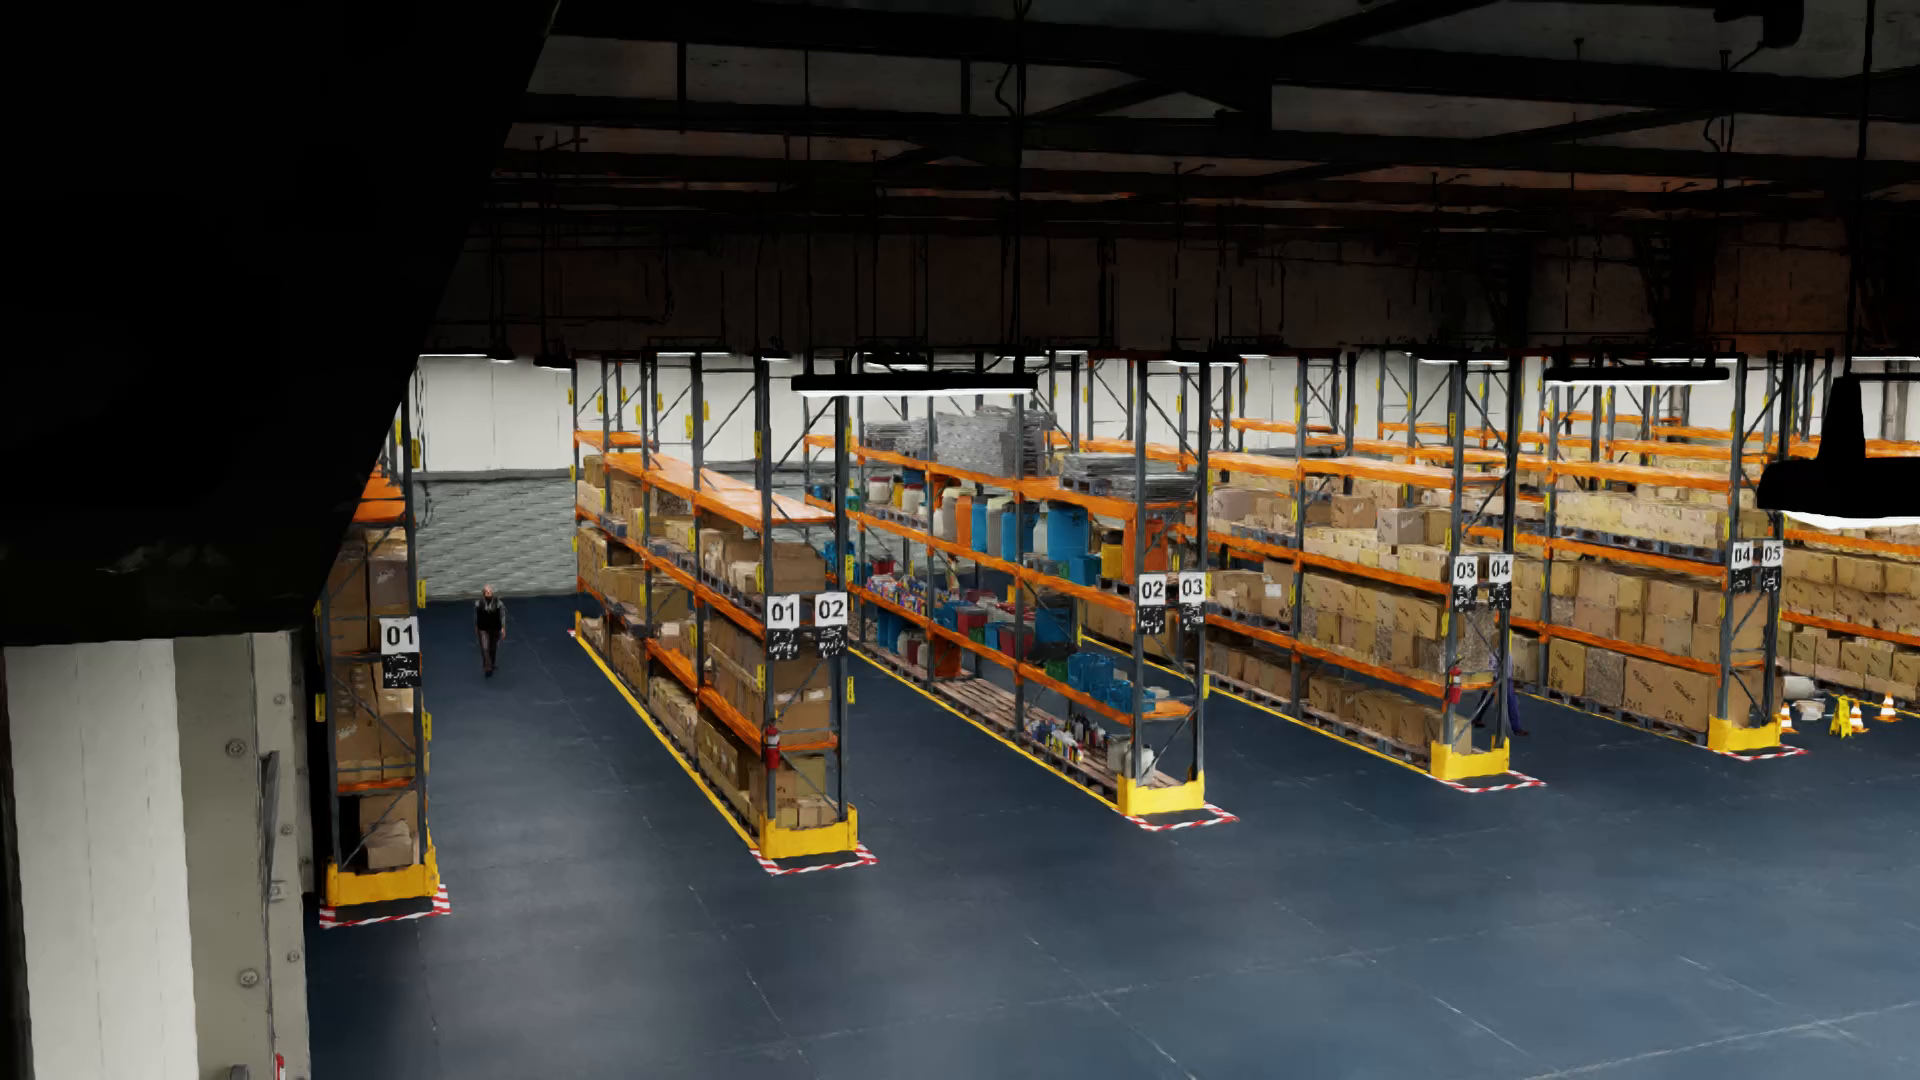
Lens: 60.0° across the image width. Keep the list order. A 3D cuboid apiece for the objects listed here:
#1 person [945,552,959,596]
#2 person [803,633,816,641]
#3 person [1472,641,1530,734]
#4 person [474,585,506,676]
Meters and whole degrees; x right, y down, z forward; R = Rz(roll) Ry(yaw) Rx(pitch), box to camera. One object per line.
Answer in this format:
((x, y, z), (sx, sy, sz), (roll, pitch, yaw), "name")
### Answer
((-0.204, 1.051, 35.714), (0.577, 1.665, 0.554), (0, 7, 1), "person")
((-2.751, 1.727, 29.767), (0.625, 1.794, 0.468), (7, 10, 43), "person")
((8.557, 2.267, 26.383), (0.479, 1.567, 1.090), (-2, 7, -18), "person")
((-8.738, 1.660, 30.953), (0.555, 1.673, 1.030), (-3, 8, -22), "person")
